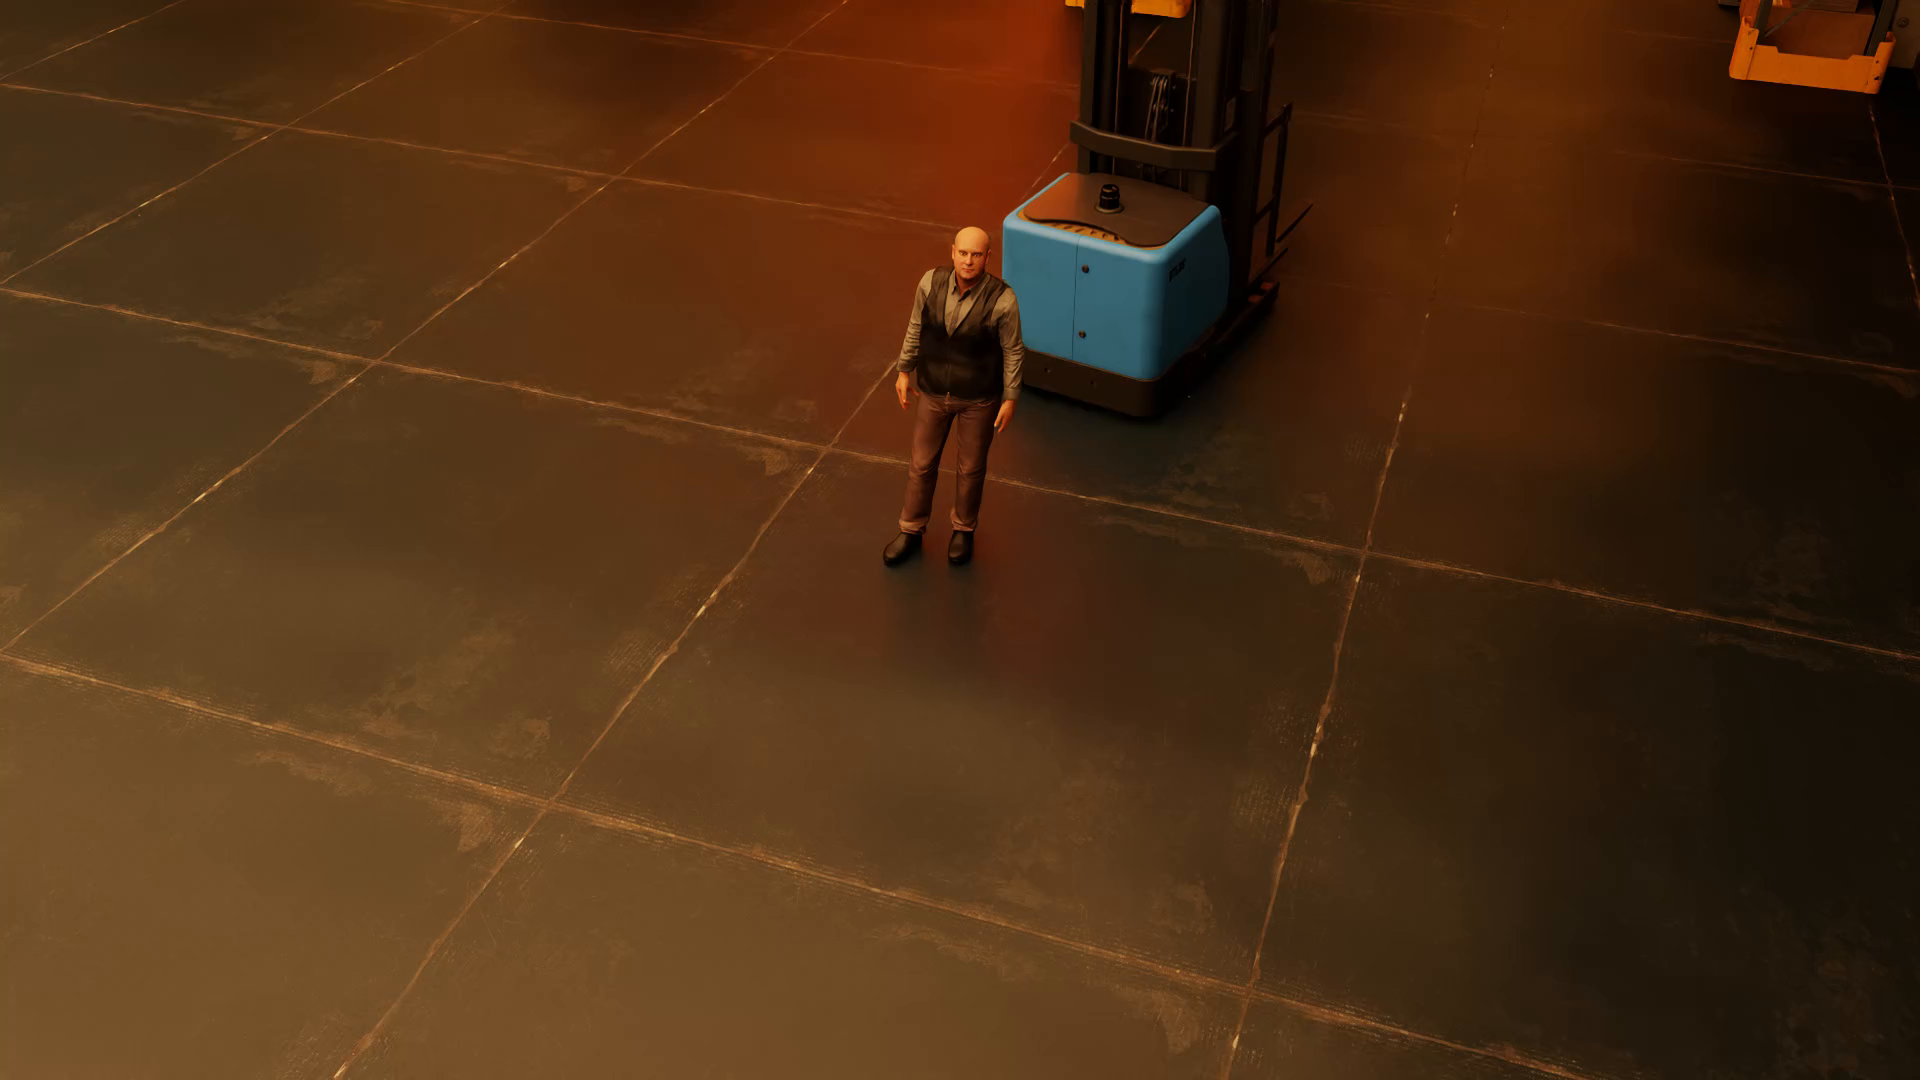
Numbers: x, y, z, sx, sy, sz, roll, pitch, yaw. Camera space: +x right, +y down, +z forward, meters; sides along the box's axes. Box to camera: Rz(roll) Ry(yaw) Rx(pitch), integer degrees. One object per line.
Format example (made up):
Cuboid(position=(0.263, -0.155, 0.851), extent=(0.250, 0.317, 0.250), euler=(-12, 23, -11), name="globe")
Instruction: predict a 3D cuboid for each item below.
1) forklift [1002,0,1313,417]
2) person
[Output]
Cuboid(position=(1.407, -2.723, 9.952), extent=(1.130, 2.935, 3.031), euler=(19, 39, 24), name="forklift")
Cuboid(position=(-0.028, -0.676, 8.096), extent=(0.634, 1.722, 0.566), euler=(12, 37, 16), name="person")
